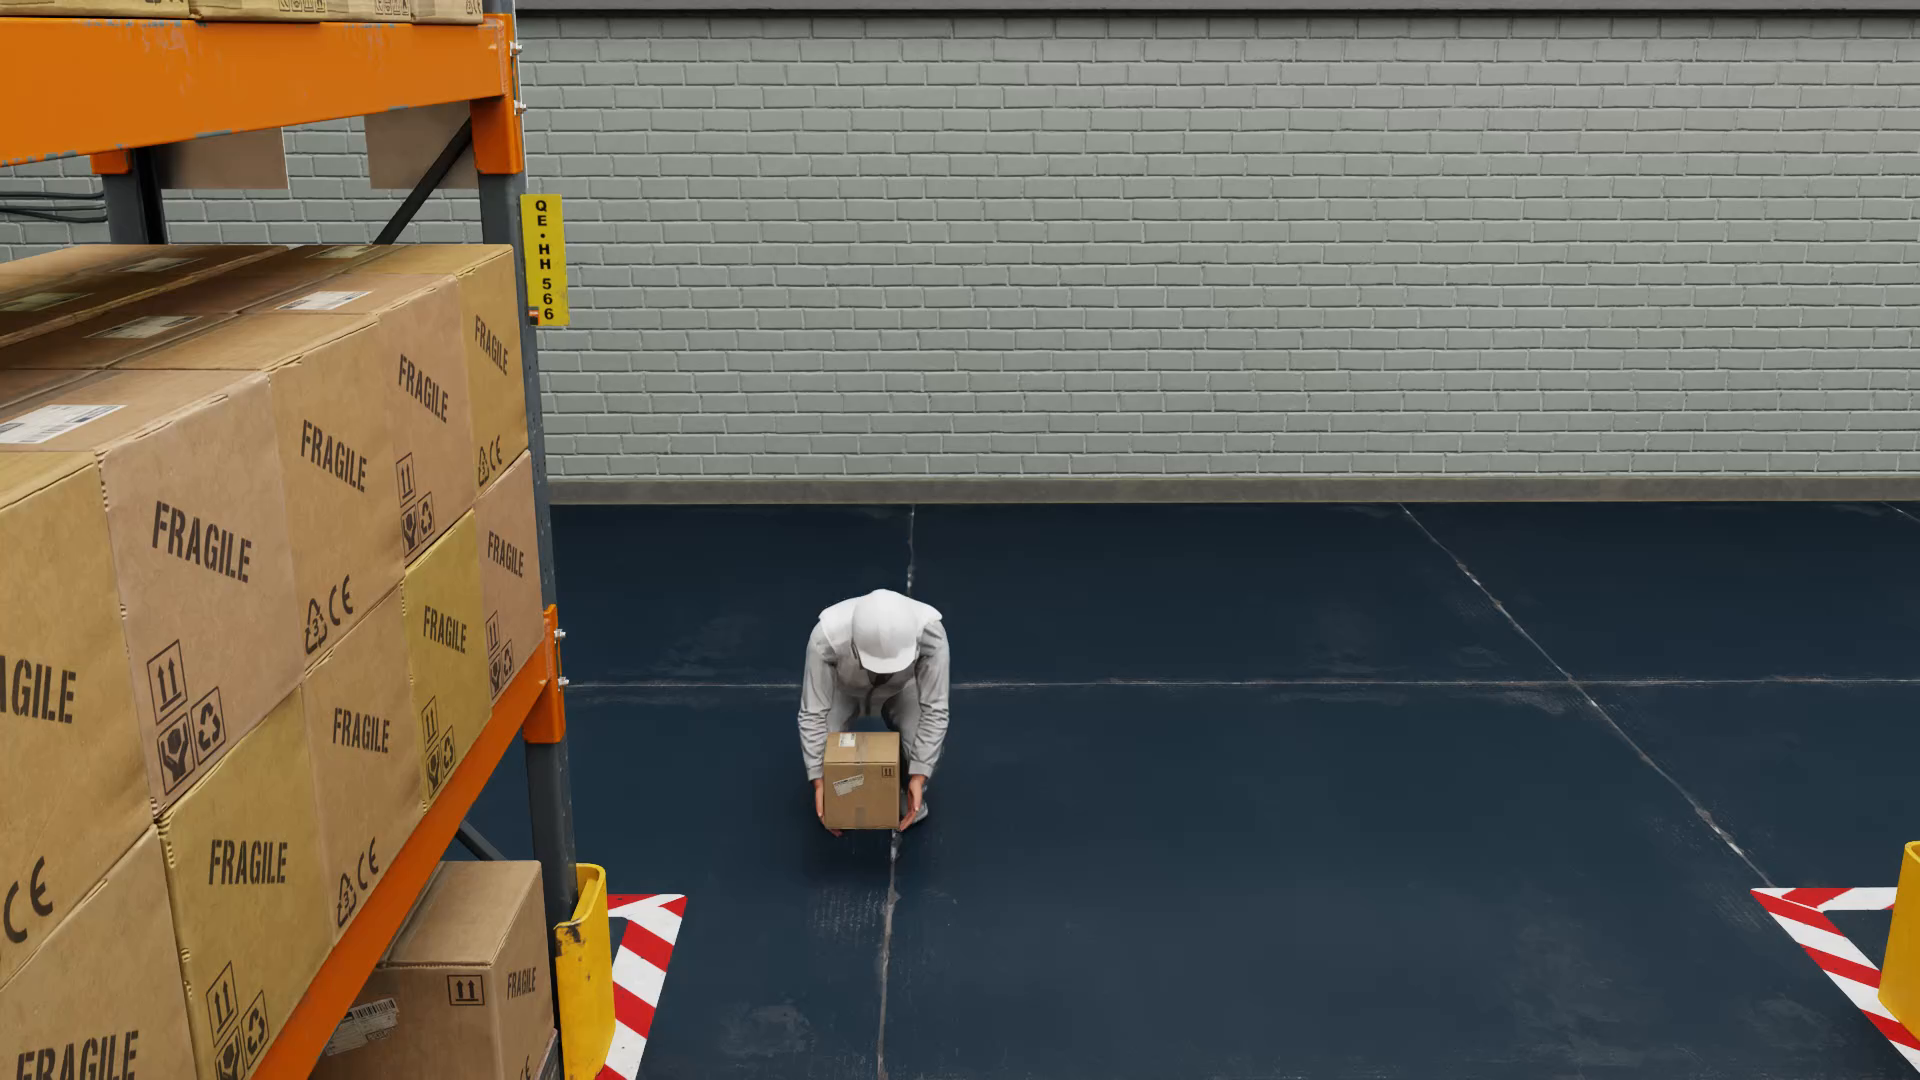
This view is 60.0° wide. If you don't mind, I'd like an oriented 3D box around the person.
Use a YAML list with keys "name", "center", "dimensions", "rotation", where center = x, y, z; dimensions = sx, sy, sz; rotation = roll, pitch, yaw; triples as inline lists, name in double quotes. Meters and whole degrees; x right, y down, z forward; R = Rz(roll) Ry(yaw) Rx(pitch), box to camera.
- name: "person"
  center: [-0.303, 0.560, 5.980]
  dimensions: [0.532, 1.013, 0.862]
  rotation: [0, 17, -1]
